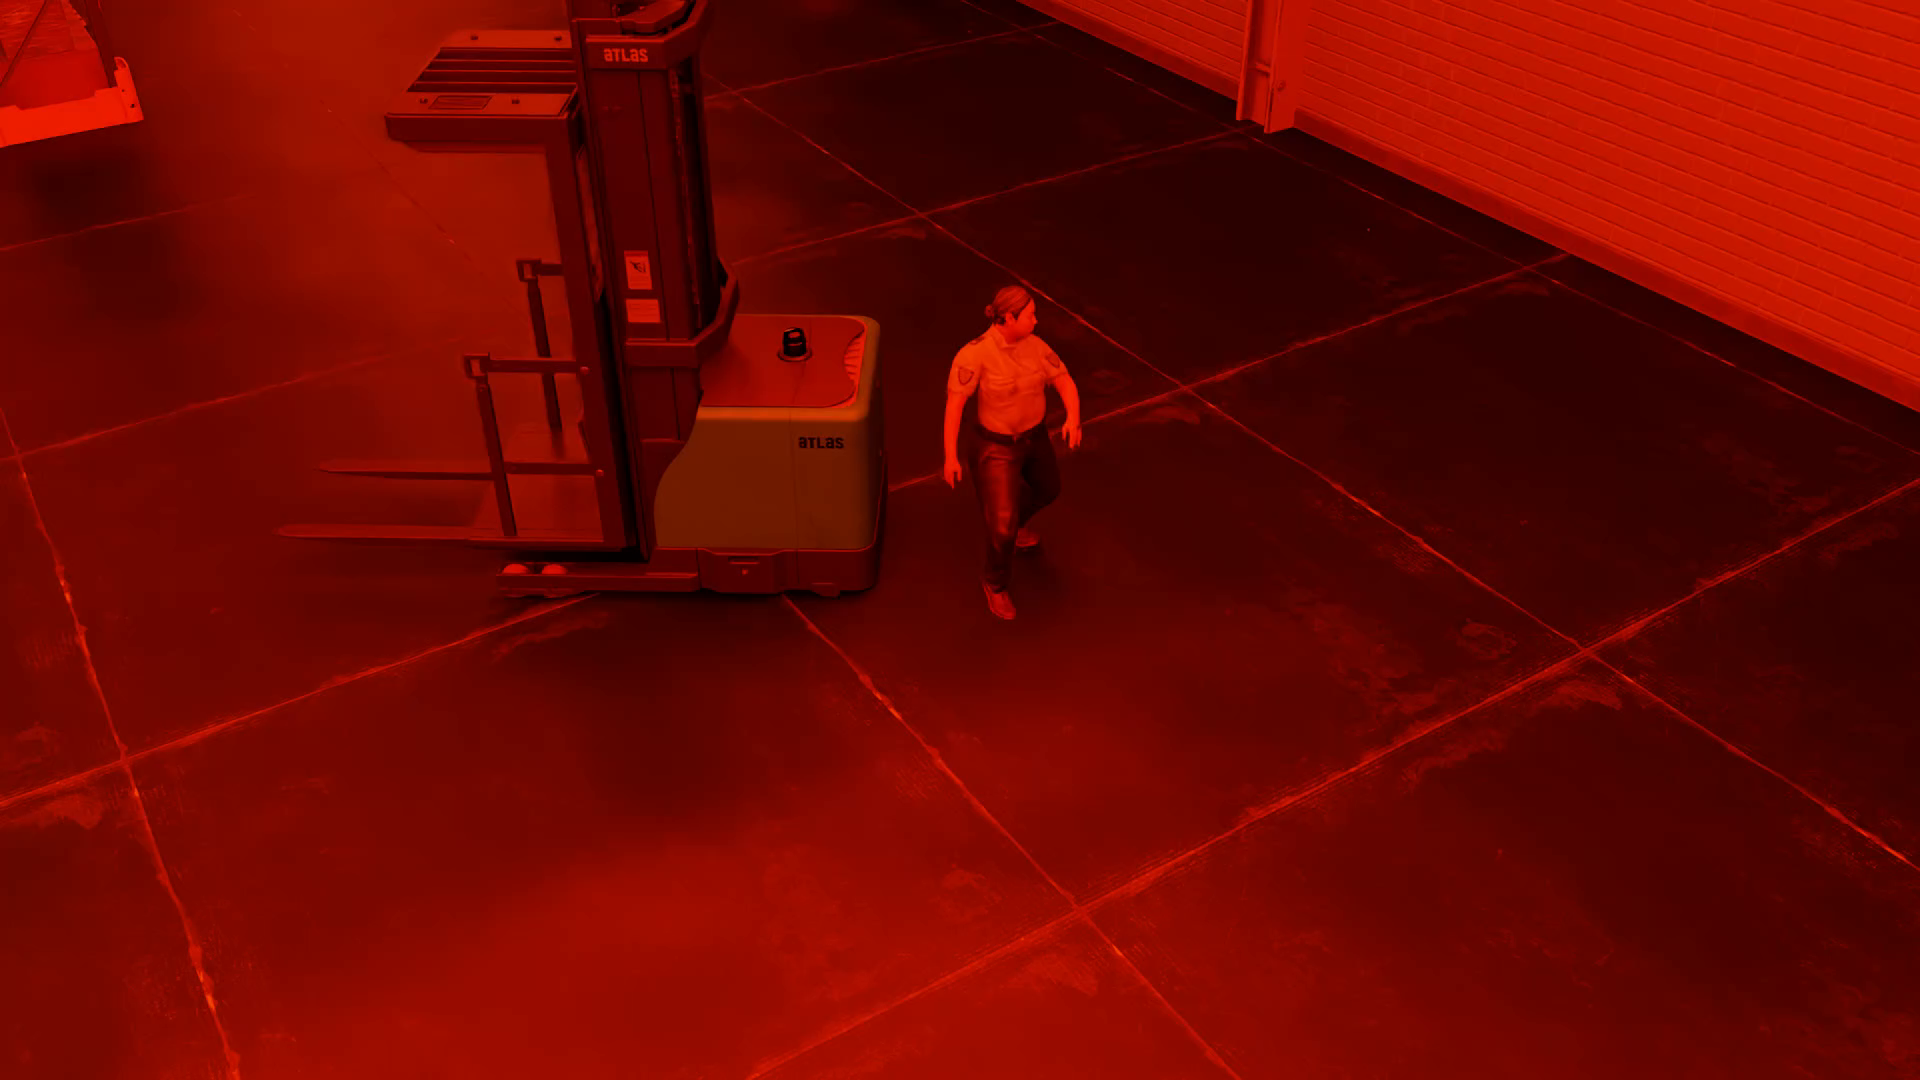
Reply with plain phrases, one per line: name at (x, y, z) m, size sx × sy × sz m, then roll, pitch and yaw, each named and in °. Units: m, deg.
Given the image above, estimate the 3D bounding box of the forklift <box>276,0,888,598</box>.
forklift at (-1.915, -1.213, 7.874) m, size 3.031 × 2.935 × 1.130 m, roll 1°, pitch 35°, yaw 1°

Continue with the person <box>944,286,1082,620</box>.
person at (0.242, -0.412, 7.976) m, size 0.749 × 1.563 × 0.774 m, roll 29°, pitch 44°, yaw 35°
